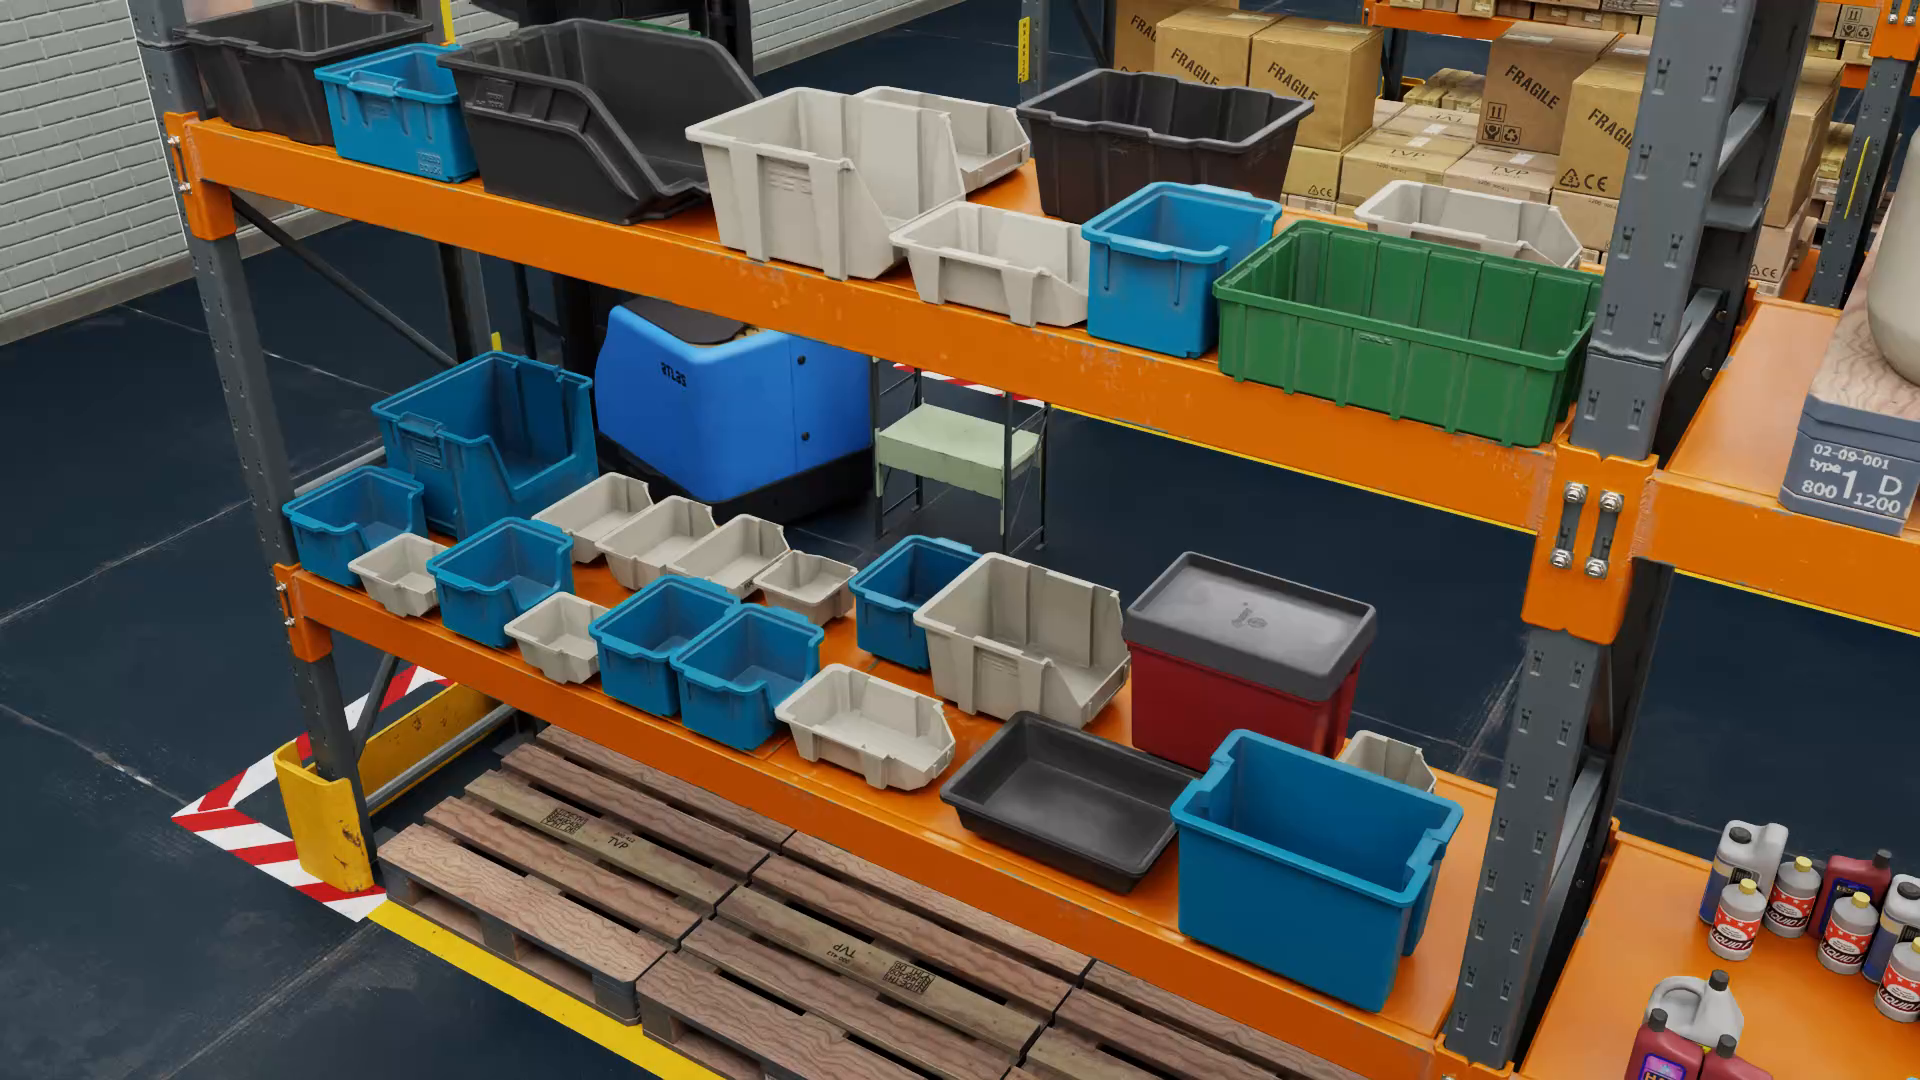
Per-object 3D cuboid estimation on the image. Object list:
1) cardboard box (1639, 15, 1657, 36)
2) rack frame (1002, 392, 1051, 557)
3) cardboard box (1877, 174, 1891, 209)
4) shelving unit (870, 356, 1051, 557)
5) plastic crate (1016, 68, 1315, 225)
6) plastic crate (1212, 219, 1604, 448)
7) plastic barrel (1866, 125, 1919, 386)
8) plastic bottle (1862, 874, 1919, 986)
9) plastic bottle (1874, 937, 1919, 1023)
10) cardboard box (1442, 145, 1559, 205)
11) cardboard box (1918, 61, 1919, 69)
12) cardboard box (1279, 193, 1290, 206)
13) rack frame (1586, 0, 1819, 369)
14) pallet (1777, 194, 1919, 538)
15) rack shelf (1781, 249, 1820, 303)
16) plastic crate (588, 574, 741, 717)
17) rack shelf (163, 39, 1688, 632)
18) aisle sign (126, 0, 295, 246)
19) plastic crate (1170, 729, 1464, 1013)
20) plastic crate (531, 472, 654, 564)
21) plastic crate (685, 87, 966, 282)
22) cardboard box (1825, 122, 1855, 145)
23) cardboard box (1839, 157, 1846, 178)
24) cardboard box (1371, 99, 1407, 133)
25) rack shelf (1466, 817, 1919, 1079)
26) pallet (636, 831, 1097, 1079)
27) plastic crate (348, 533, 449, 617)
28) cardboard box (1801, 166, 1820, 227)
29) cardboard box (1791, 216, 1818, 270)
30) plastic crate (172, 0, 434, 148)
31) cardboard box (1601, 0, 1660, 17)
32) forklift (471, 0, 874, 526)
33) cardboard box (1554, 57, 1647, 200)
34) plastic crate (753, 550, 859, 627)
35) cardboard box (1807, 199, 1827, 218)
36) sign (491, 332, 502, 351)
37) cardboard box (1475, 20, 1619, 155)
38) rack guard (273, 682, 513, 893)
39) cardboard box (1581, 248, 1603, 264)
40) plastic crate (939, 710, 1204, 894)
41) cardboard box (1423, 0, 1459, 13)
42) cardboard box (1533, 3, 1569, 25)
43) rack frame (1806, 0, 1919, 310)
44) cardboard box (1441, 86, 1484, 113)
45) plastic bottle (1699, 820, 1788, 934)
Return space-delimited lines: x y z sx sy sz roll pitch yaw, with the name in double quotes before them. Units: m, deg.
"cardboard box" 5.018 -3.681 11.832 0.250 0.149 0.380 18 35 28
"rack frame" 0.316 -0.548 7.701 0.023 1.500 0.400 18 35 27
"cardboard box" 6.311 -2.452 11.593 0.250 0.149 0.380 18 35 28
"shelving unit" 0.006 -0.646 7.869 0.755 1.500 0.431 18 35 27
"plastic crate" 0.485 -0.910 3.985 0.590 0.269 0.497 18 35 27
"plastic crate" 0.872 -0.409 3.208 0.662 0.188 0.450 18 35 27
"plastic barrel" 1.704 -0.508 2.616 0.433 0.535 0.433 0 30 0
"plastic bottle" 2.206 0.898 3.856 0.135 0.276 0.152 18 35 27
"plastic bottle" 2.156 0.989 3.775 0.097 0.201 0.097 0 30 0
"cardboard box" 2.639 -1.679 8.005 0.500 0.250 0.500 18 35 28
"cardboard box" 6.380 -3.292 11.166 0.250 0.149 0.380 17 34 27
"cardboard box" 1.633 -1.787 8.586 0.250 0.149 0.380 17 34 26
"rack frame" 1.391 -1.812 2.426 0.127 3.000 1.000 18 35 27
"pallet" 2.107 -0.266 2.941 1.003 0.211 1.213 18 35 27
"rack shelf" 2.330 -1.560 8.661 4.000 0.370 1.077 18 35 27
"plastic crate" -0.848 0.314 4.842 0.300 0.233 0.416 18 35 27
"rack shelf" -0.303 -0.741 4.281 4.000 0.370 1.077 18 35 27
"aisle sign" -2.216 -1.308 4.935 0.004 0.787 0.394 18 35 27
"plastic crate" 0.814 0.781 3.891 0.575 0.384 0.392 18 35 27
"plastic crate" -1.210 -0.063 5.583 0.243 0.136 0.396 18 35 27
"plastic crate" -0.284 -0.811 3.805 0.530 0.282 0.437 18 35 27
"cardboard box" 6.363 -2.911 12.085 0.250 0.149 0.380 19 35 30
"cardboard box" 6.307 -2.616 11.579 0.250 0.149 0.380 19 35 29
"cardboard box" 2.048 -2.181 8.865 0.500 0.250 0.500 16 34 26
"rack shelf" 3.085 1.626 3.200 4.000 0.370 1.077 18 35 27
"pallet" -0.290 1.477 5.509 1.213 0.211 1.003 18 35 27
"plastic crate" -1.735 0.124 5.263 0.298 0.136 0.250 18 35 27
"cardboard box" 3.766 -1.636 7.931 0.500 0.250 0.500 17 34 26
"cardboard box" 3.951 -1.447 8.003 0.250 0.149 0.380 18 35 27
"plastic crate" -1.819 -1.309 4.670 0.590 0.269 0.497 18 35 27
"cardboard box" 4.902 -4.026 11.781 0.500 0.500 0.500 17 34 26
"forklift" -1.769 -1.904 8.606 1.130 2.935 3.031 -23 37 -34
"cardboard box" 3.071 -1.867 7.583 0.500 0.500 0.500 18 35 28
"plastic crate" -0.463 0.156 5.207 0.250 0.136 0.298 18 35 27
"cardboard box" 6.058 -2.439 11.867 0.250 0.149 0.380 19 35 29
"sign" -1.718 -0.602 6.143 0.005 0.325 0.100 18 35 27
"cardboard box" 2.898 -2.232 8.209 0.500 0.500 0.500 16 34 26
"rack guard" -2.024 0.787 6.406 0.348 0.500 1.175 18 35 27
"cardboard box" 2.938 -1.375 7.879 0.250 0.149 0.380 18 35 28
"plastic crate" 0.300 0.687 4.309 0.590 0.125 0.437 18 35 27
"cardboard box" 3.696 -4.110 12.568 0.250 0.149 0.380 19 35 29
"cardboard box" 4.405 -3.921 12.244 0.250 0.149 0.380 17 34 27
"rack frame" 4.024 -1.335 7.561 0.127 3.000 1.000 18 35 27
"cardboard box" 3.919 -3.395 12.915 0.250 0.149 0.380 18 35 28
"plastic bottle" 1.897 0.801 4.024 0.135 0.276 0.152 18 35 27
